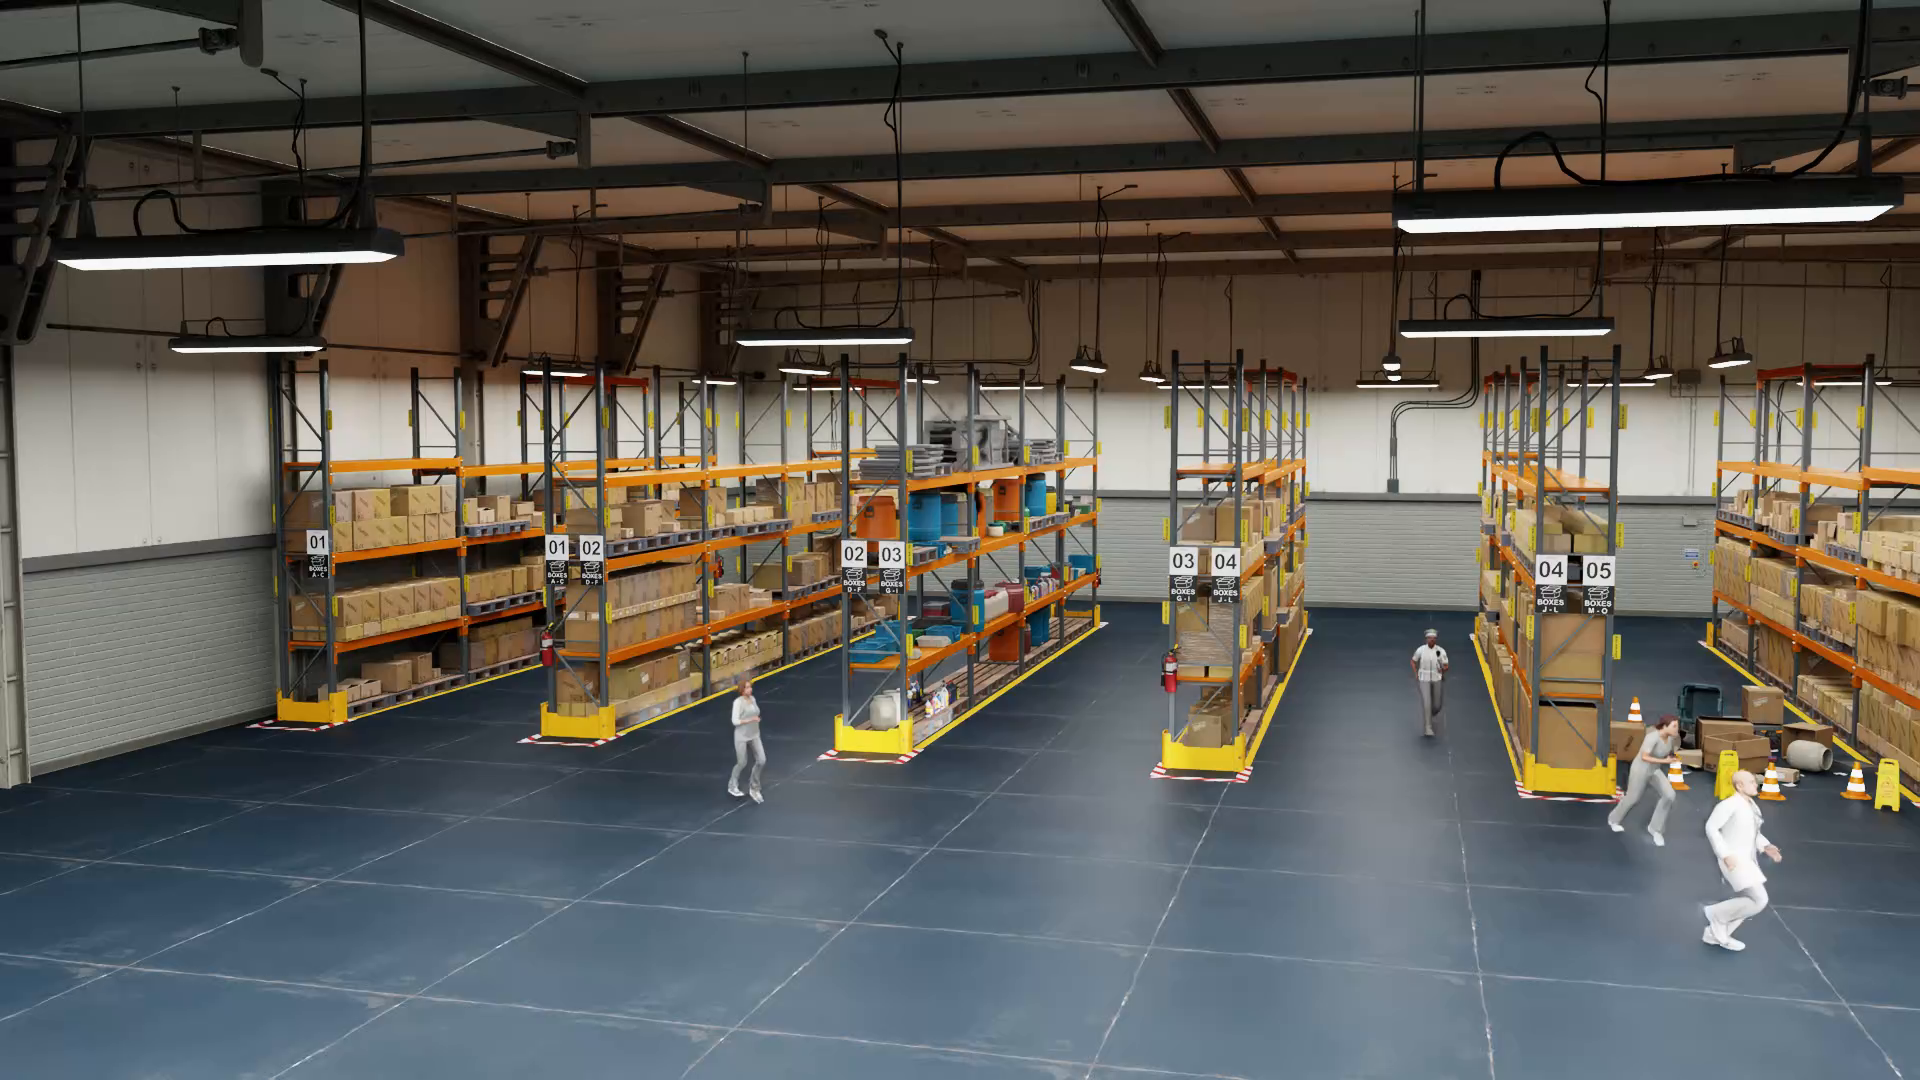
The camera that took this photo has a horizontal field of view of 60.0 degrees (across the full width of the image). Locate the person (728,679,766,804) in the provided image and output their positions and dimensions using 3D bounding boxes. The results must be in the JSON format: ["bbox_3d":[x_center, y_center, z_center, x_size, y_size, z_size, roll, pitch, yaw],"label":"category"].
[{"bbox_3d":[-2.789,2.636,21.800,0.667,1.639,0.514,4,6,42],"label":"person"}]

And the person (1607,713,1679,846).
[{"bbox_3d":[8.162,2.823,19.808,0.600,1.586,0.963,-3,5,-31],"label":"person"}]

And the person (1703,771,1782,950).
[{"bbox_3d":[7.351,3.022,15.656,0.653,1.715,0.660,4,6,44],"label":"person"}]

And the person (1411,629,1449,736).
[{"bbox_3d":[7.527,2.252,26.626,0.588,1.663,0.815,1,4,10],"label":"person"}]

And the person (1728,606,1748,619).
[{"bbox_3d":[17.785,1.447,37.945,0.641,1.669,0.771,4,6,43],"label":"person"}]
